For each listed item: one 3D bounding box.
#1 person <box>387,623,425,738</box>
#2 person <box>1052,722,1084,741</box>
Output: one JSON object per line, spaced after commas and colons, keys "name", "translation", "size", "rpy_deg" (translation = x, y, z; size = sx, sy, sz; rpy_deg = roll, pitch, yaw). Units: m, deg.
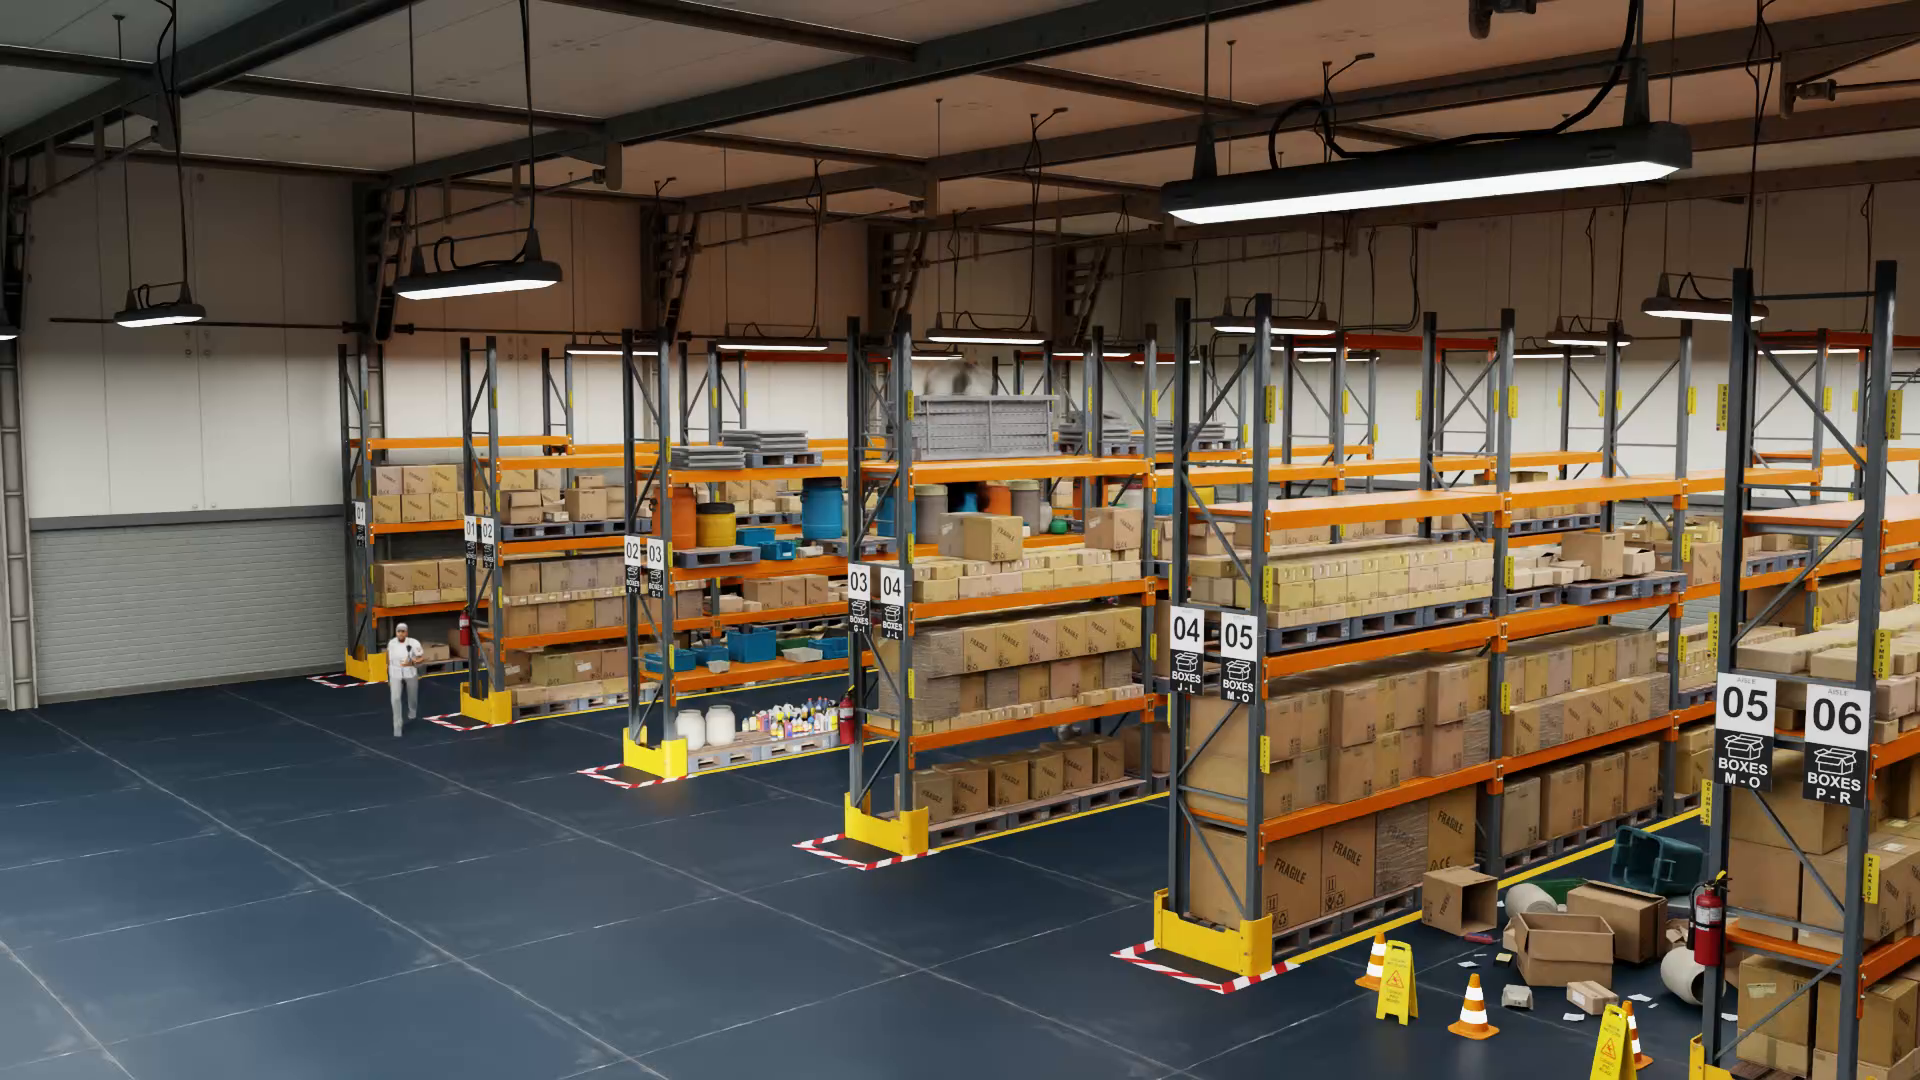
{"name": "person", "translation": [-8.407, 2.100, 25.250], "size": [0.560, 1.708, 1.041], "rpy_deg": [-1, 5, -15]}
{"name": "person", "translation": [1.538, 2.240, 23.068], "size": [0.669, 1.728, 0.760], "rpy_deg": [5, 7, 44]}
